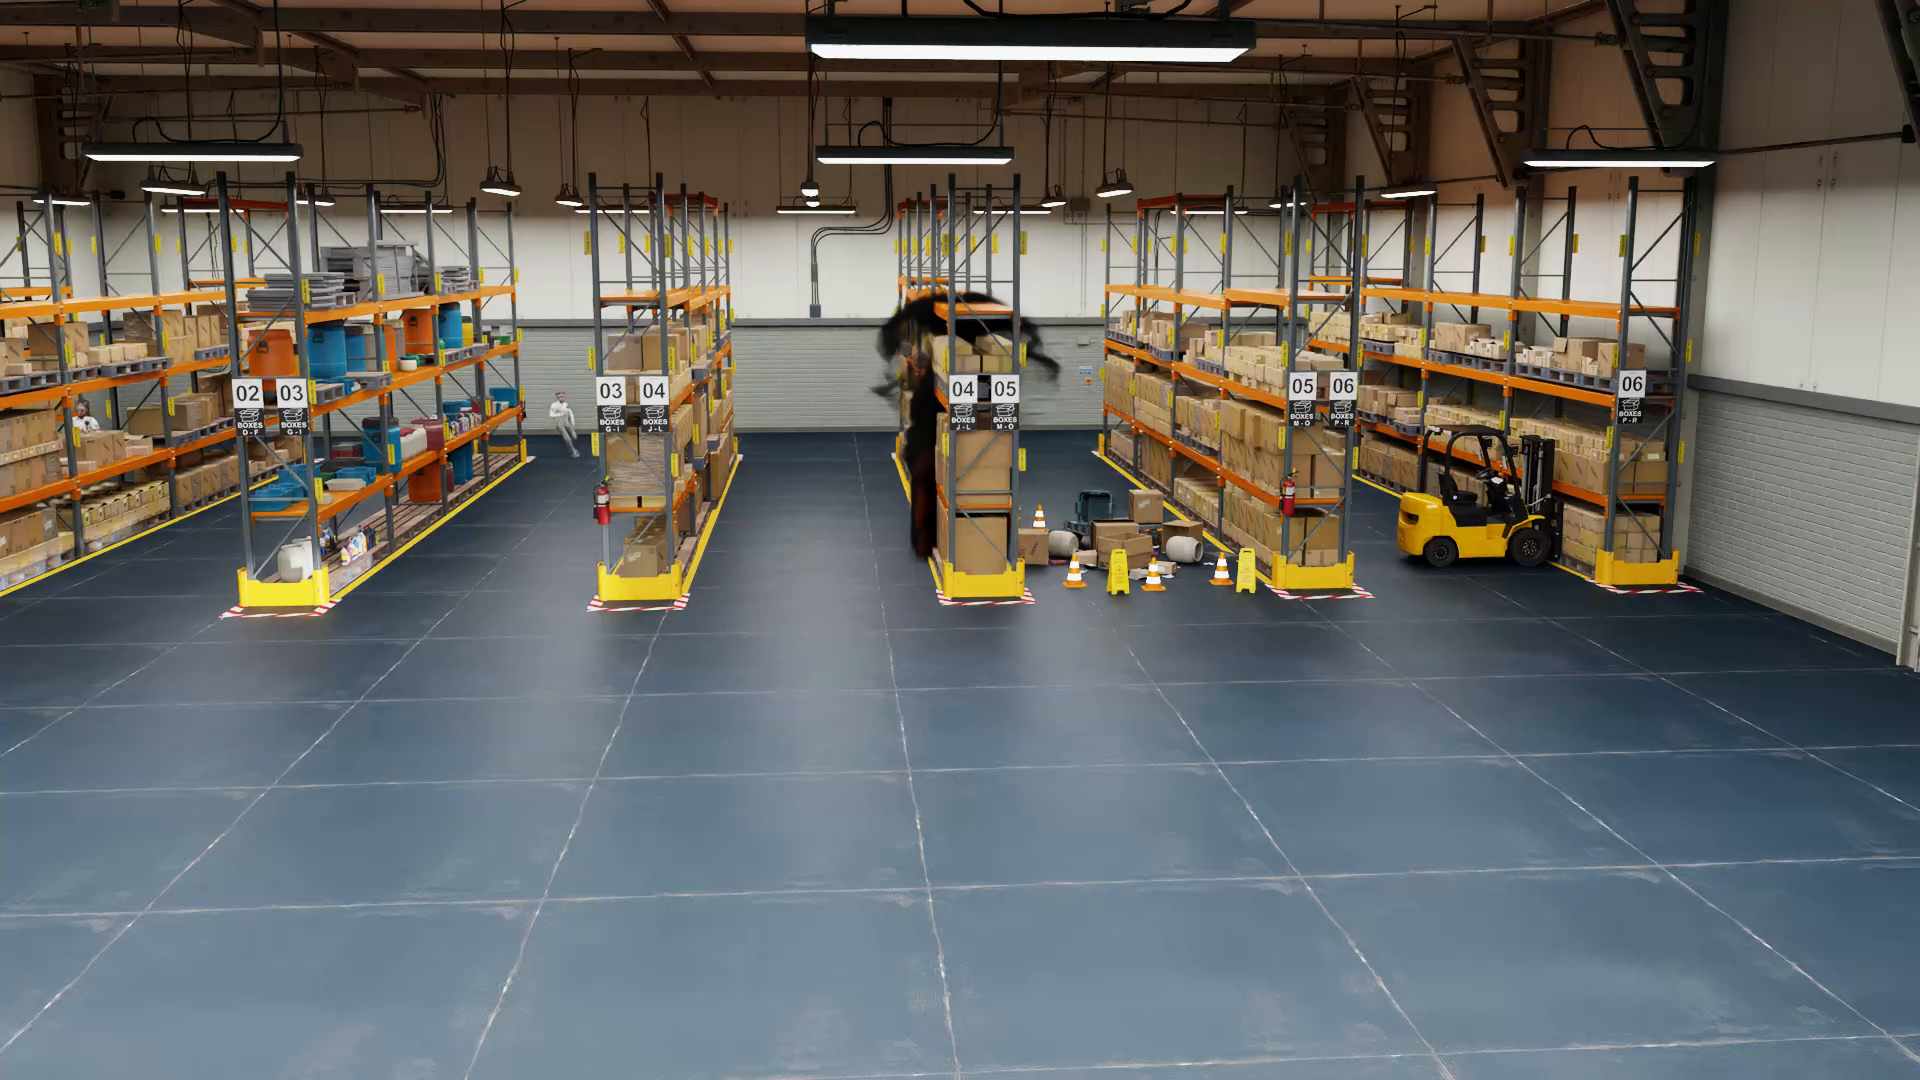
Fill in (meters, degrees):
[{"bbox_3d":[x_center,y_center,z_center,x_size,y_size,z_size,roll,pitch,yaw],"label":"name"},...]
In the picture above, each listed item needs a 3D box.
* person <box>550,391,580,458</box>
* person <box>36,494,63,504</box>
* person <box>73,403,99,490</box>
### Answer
[{"bbox_3d":[-9.421,-2.774,39.796,0.544,1.601,0.841,9,13,41],"label":"person"},{"bbox_3d":[-16.534,-1.150,30.174,0.679,1.812,0.849,-1,10,-4],"label":"person"},{"bbox_3d":[-18.146,-1.931,34.455,0.651,1.802,0.929,-3,10,-16],"label":"person"}]
